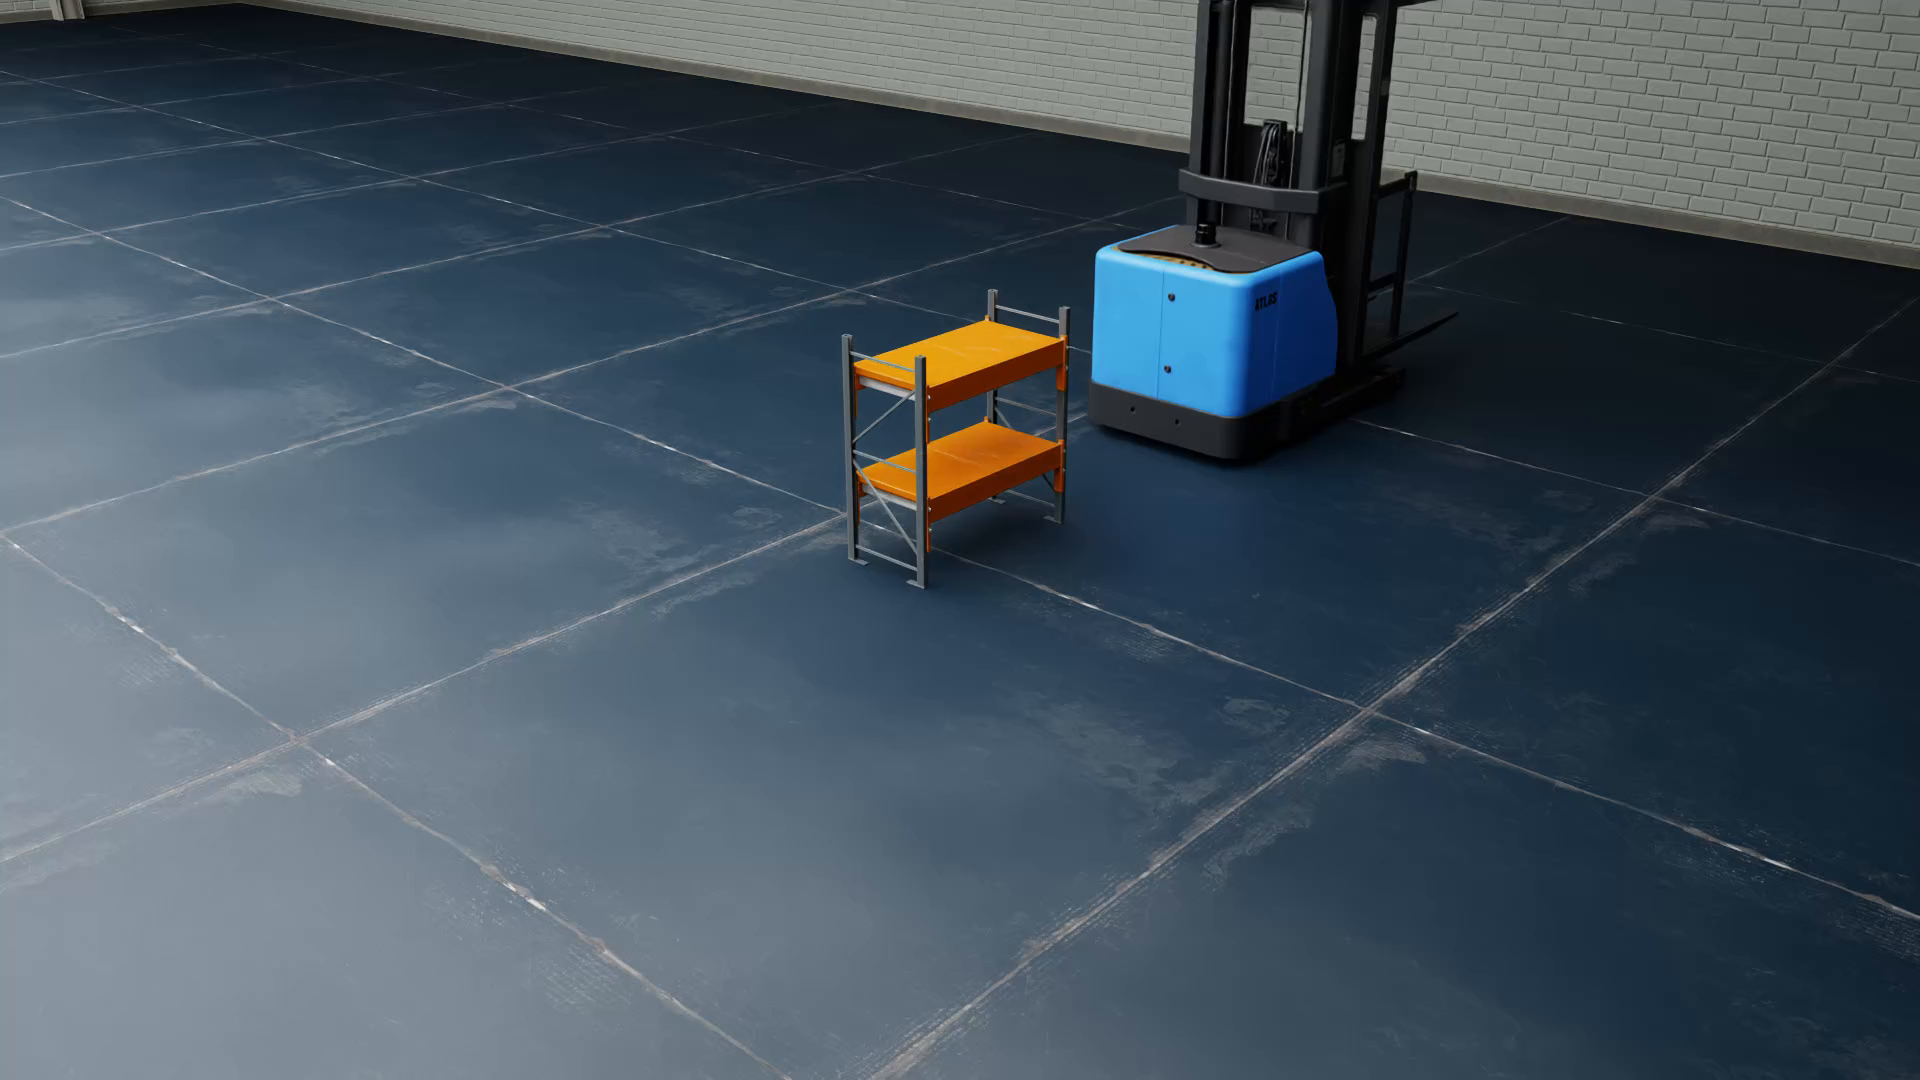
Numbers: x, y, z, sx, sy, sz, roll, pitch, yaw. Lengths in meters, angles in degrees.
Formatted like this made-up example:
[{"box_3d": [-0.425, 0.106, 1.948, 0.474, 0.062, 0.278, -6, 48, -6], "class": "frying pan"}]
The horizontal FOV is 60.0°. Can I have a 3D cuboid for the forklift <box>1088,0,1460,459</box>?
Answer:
[{"box_3d": [2.094, -2.299, 9.794, 1.130, 2.935, 3.031, 20, 31, 37], "class": "forklift"}]

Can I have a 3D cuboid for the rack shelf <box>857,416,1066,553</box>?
[{"box_3d": [-0.004, -0.288, 8.115, 0.538, 0.278, 1.000, 20, 31, 38], "class": "rack shelf"}]

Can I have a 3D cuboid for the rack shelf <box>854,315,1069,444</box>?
[{"box_3d": [-0.005, -0.778, 7.896, 0.538, 0.278, 1.000, 20, 31, 38], "class": "rack shelf"}]

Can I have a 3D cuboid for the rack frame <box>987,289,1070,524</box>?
[{"box_3d": [0.335, -0.666, 8.361, 0.500, 1.125, 0.032, 20, 31, 38], "class": "rack frame"}]

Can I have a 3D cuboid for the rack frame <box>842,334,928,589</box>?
[{"box_3d": [-0.344, -0.356, 7.670, 0.500, 1.125, 0.032, 20, 31, 38], "class": "rack frame"}]

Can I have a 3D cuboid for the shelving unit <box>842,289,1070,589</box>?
[{"box_3d": [-0.005, -0.511, 8.015, 0.538, 1.125, 1.048, 20, 31, 38], "class": "shelving unit"}]

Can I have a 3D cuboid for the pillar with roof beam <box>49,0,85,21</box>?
[{"box_3d": [-11.491, -11.531, 22.969, 9.100, 9.000, 0.400, 20, 31, 38], "class": "pillar with roof beam"}]
